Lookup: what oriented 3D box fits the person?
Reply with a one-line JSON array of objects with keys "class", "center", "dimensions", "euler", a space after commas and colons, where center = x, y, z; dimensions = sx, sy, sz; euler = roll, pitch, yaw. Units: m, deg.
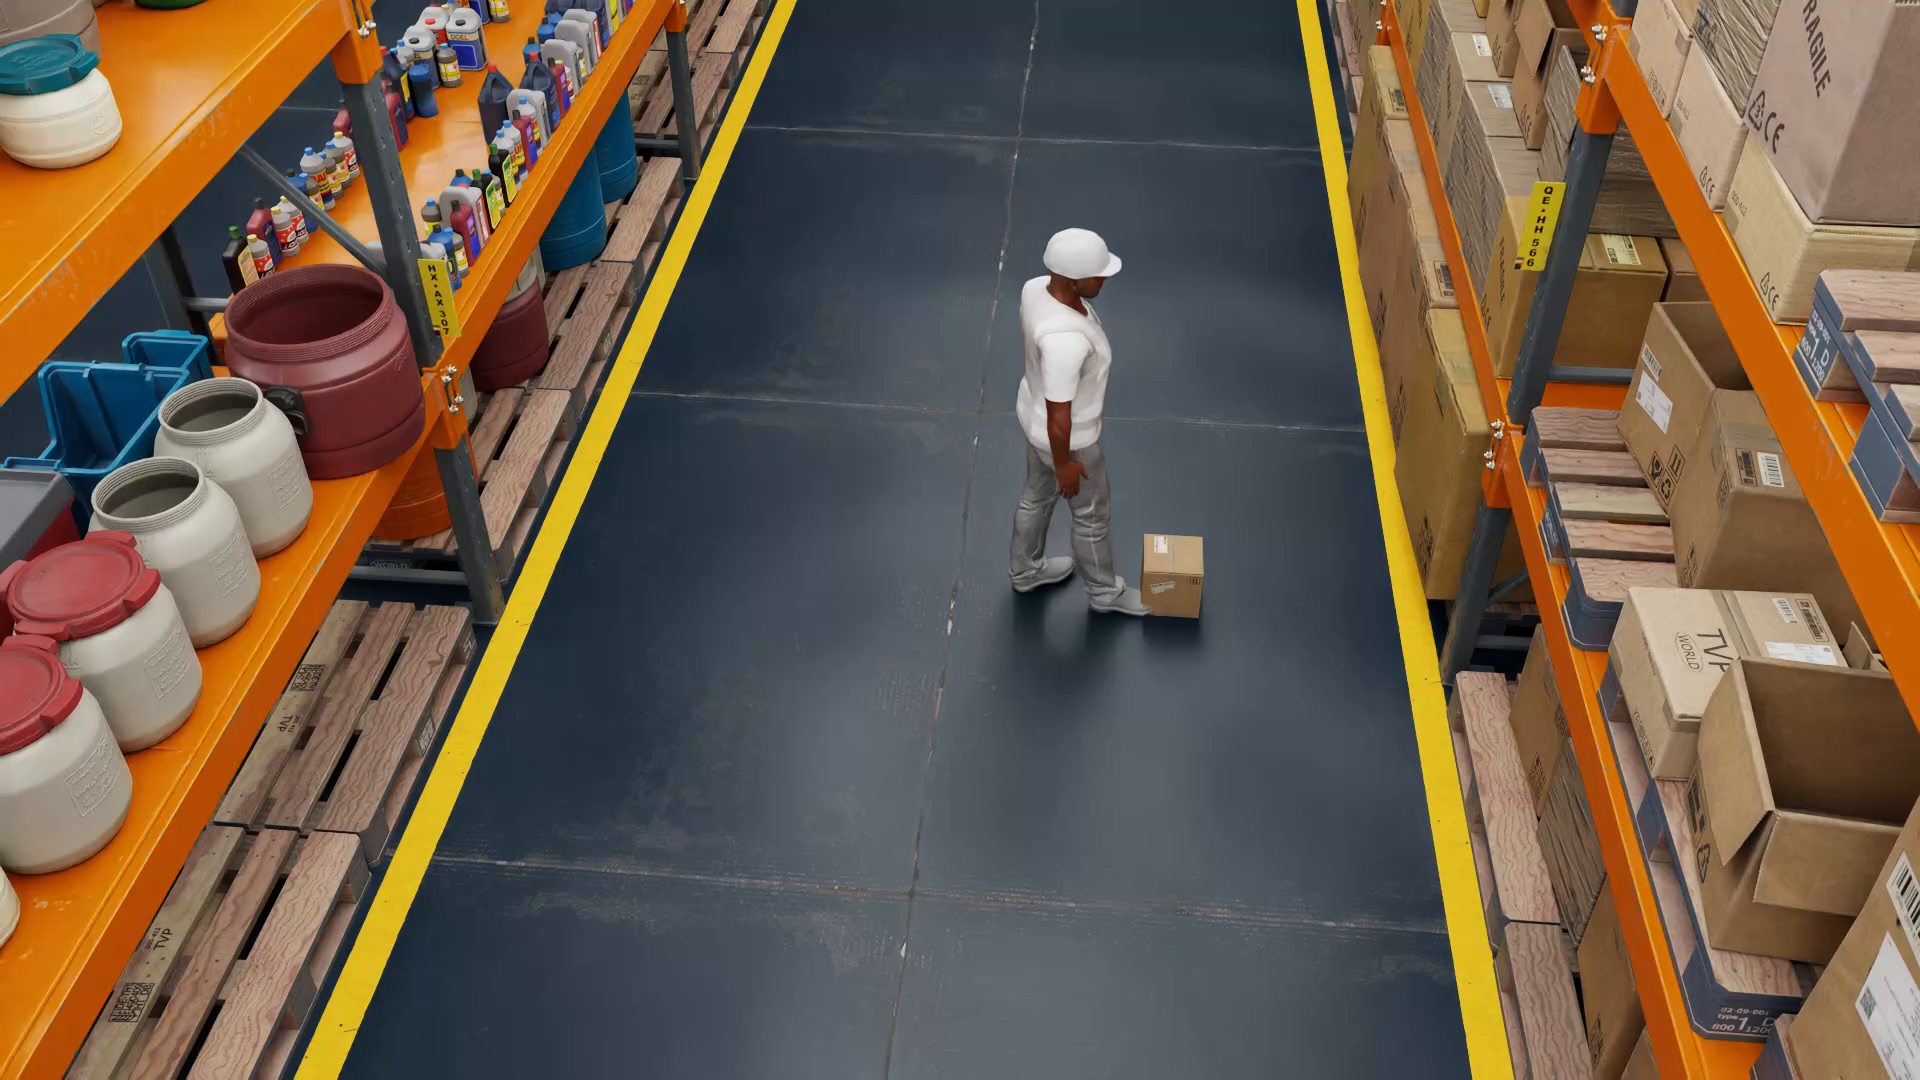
[{"class": "person", "center": [0.520, -0.483, 6.698], "dimensions": [0.620, 1.760, 0.596], "euler": [-7, 40, -9]}]
